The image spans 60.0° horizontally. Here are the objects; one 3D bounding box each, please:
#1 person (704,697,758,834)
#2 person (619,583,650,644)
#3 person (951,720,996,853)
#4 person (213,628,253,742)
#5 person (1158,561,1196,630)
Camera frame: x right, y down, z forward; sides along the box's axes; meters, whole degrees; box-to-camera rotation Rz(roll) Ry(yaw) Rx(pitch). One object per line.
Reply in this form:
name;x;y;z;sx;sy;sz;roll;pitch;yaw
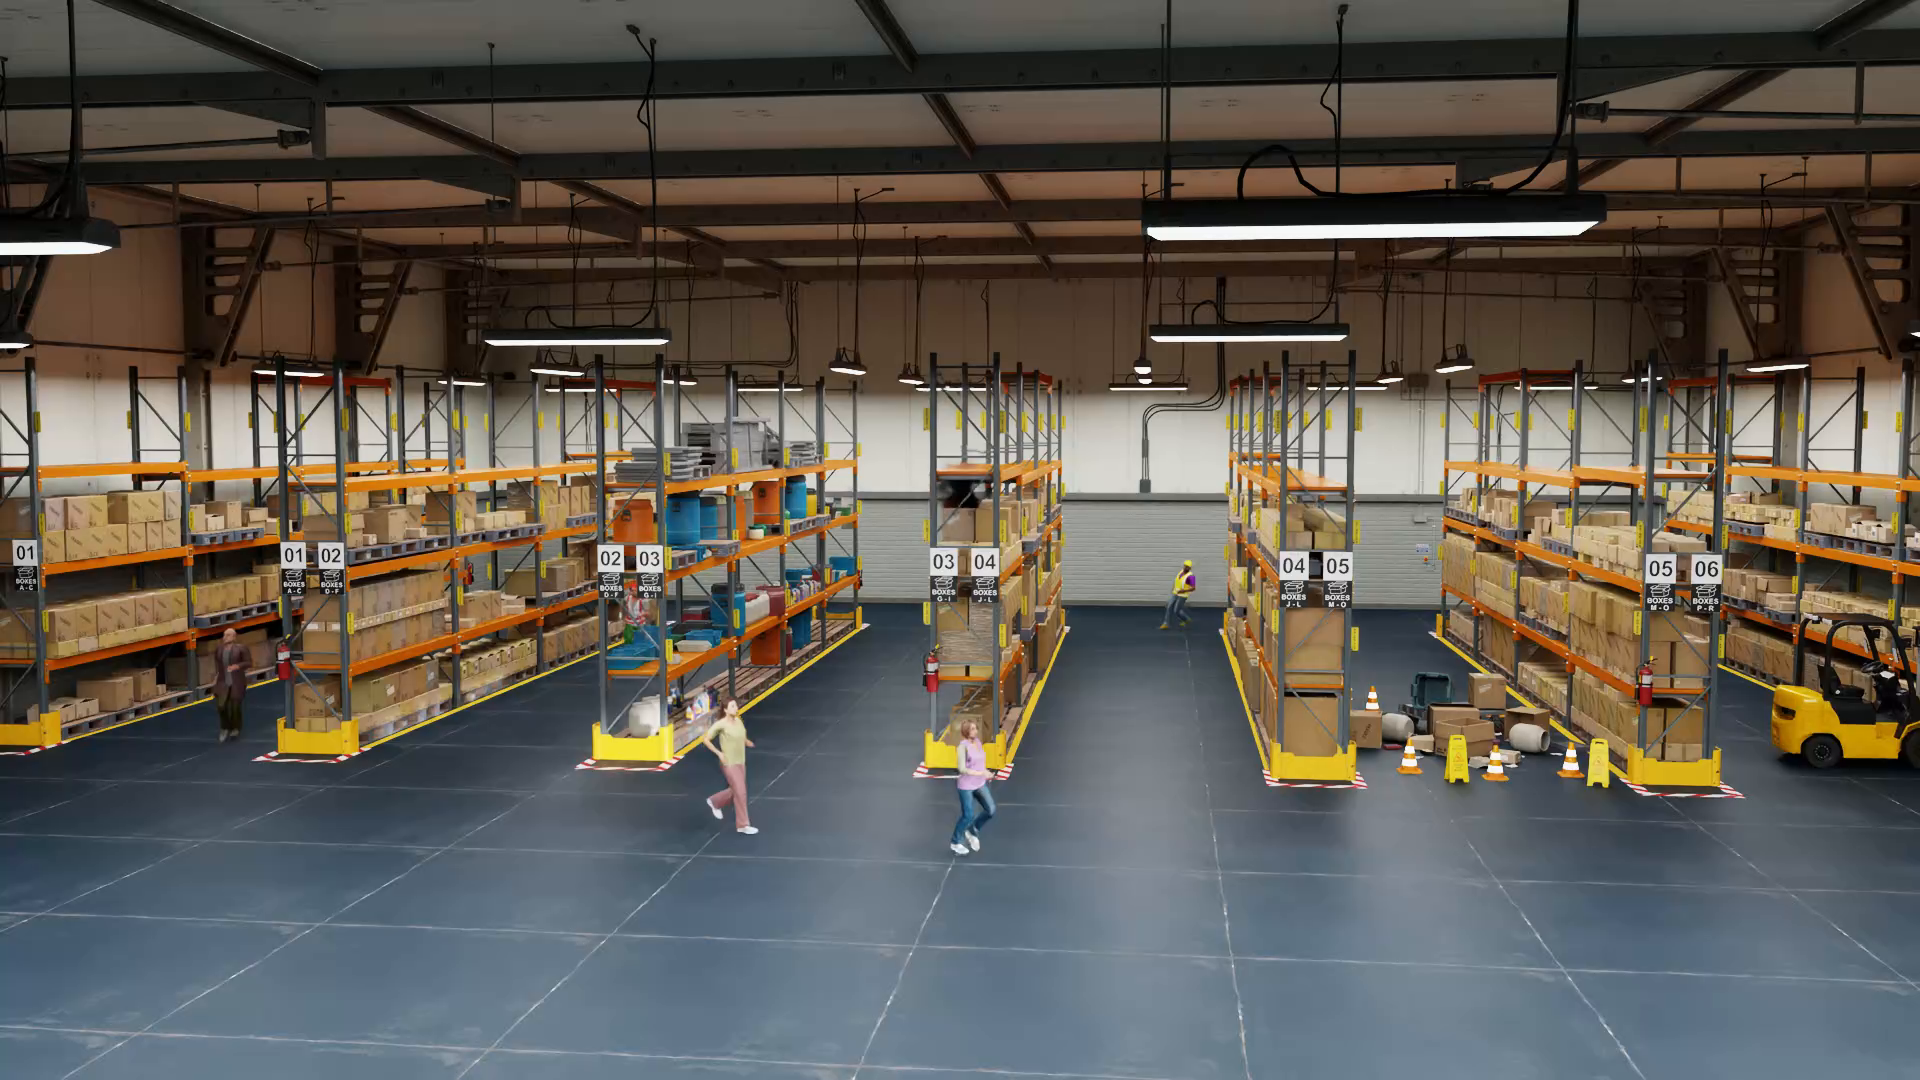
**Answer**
person;-2.811;2.737;20.345;0.875;1.642;0.590;3;5;34
person;-6.593;1.725;33.625;0.700;1.729;0.796;0;4;2
person;0.165;2.851;19.168;0.638;1.570;0.518;4;6;43
person;-11.451;2.282;26.134;0.671;1.798;0.773;0;4;-5
person;5.271;1.331;39.993;0.779;1.694;0.783;-2;5;-27
